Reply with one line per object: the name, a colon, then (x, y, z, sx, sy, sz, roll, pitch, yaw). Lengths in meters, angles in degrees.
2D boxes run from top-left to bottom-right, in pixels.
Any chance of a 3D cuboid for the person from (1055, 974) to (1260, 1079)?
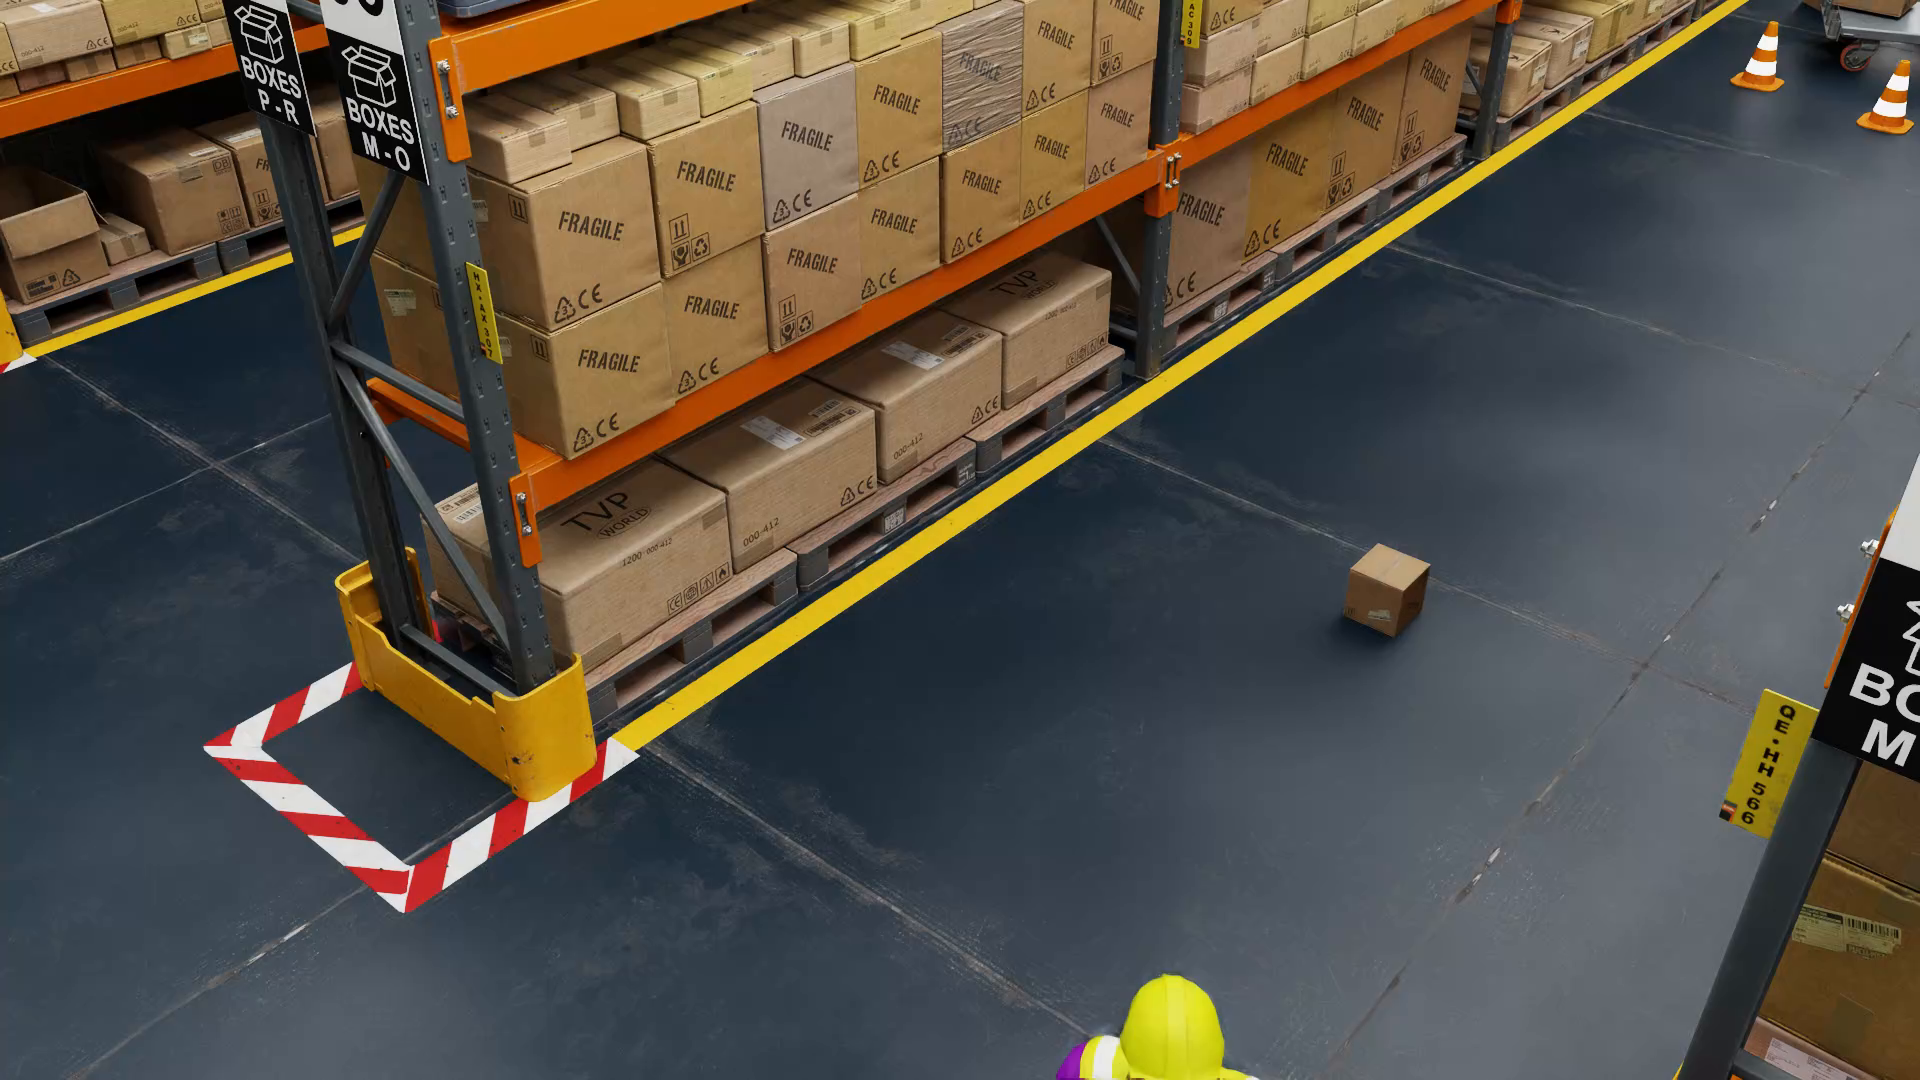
person: (0.423, 1.678, 3.680, 0.609, 1.711, 1.001, 9, 36, 12)
